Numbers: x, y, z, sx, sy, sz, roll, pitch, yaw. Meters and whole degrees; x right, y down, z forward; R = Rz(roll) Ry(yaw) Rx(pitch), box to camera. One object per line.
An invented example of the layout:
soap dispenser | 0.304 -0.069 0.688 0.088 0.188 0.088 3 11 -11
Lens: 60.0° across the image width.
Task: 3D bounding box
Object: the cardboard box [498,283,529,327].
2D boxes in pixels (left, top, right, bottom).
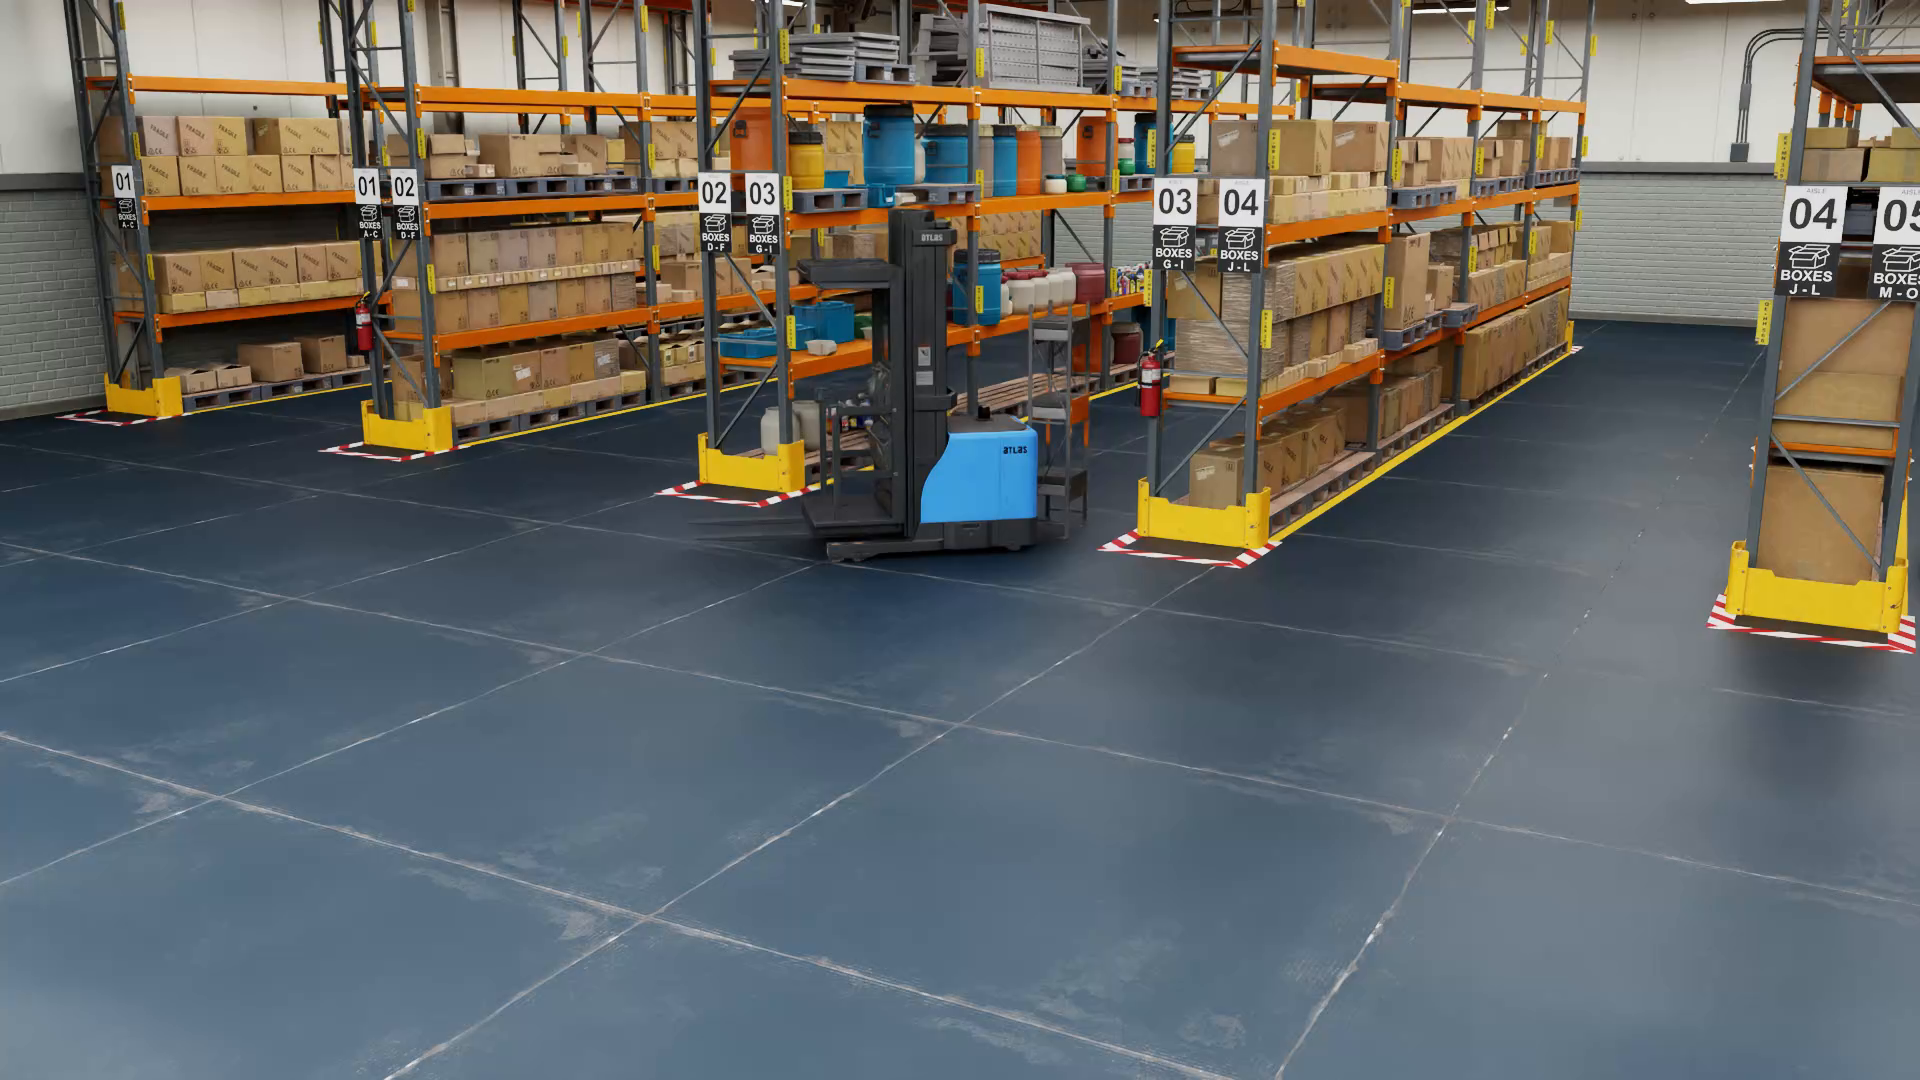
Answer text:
cardboard box | -5.780 -2.932 20.584 0.700 0.500 0.500 7 15 28

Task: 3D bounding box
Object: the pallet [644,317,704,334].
pallet | -5.355 -4.080 31.507 1.003 0.211 1.213 7 15 28

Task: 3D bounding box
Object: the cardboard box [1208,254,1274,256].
cardboard box | 2.689 -2.483 15.949 0.500 0.500 0.500 7 15 28

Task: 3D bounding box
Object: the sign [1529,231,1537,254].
sign | 8.440 -4.384 24.515 0.100 0.325 0.005 7 15 28

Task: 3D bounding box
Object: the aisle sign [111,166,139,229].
aisle sign | -10.622 -4.356 21.153 0.394 0.787 0.004 7 15 28

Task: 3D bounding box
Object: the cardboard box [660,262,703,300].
cardboard box | -3.937 -3.713 23.822 0.500 0.500 0.500 9 16 32

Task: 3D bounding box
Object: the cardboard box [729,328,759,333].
cardboard box | -3.173 -3.015 24.915 0.500 0.311 0.500 7 15 28

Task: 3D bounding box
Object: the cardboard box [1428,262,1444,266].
cardboard box | 5.800 -3.236 20.945 0.500 0.500 0.500 5 15 21

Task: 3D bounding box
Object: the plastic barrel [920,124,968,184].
plastic barrel | -0.187 -4.670 20.532 0.600 0.901 0.708 7 15 28

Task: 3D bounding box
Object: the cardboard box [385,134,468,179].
cardboard box | -6.230 -4.478 19.393 0.797 0.503 0.637 9 16 32

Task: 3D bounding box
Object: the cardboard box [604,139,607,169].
cardboard box | -6.588 -6.723 28.968 0.700 0.500 0.500 6 15 25

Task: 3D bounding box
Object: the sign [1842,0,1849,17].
sign | 9.840 -5.984 18.492 0.100 0.325 0.005 7 15 28

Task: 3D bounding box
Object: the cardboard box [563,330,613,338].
cardboard box | -5.076 -2.573 22.677 0.500 0.500 0.500 7 15 28

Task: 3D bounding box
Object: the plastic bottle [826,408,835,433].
plastic bottle | -1.527 -1.383 19.242 0.152 0.276 0.135 8 15 28

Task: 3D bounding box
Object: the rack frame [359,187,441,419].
rack frame | -6.511 -2.580 19.335 1.000 3.000 0.127 7 15 28

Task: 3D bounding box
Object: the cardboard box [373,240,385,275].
cardboard box | -8.640 -4.324 25.418 0.700 0.500 0.500 7 15 28

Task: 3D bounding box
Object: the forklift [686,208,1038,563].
forklift | -0.881 -1.367 14.448 3.031 2.935 1.130 -3 14 -11

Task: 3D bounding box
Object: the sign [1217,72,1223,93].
sign | 4.105 -7.232 26.277 0.100 0.325 0.005 7 15 28

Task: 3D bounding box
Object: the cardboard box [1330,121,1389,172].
cardboard box | 4.098 -4.051 17.121 0.500 0.500 0.500 7 15 26

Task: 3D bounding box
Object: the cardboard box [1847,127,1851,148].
cardboard box | 6.440 -3.009 12.441 0.380 0.149 0.250 7 15 28

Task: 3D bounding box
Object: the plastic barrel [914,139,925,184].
plastic barrel | -0.623 -4.489 19.720 0.421 0.512 0.421 0 14 0

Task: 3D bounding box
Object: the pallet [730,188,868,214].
pallet | -1.691 -3.543 17.333 1.003 0.211 1.213 7 15 28

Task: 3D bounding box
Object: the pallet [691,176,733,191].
pallet | -3.432 -5.209 24.241 1.003 0.211 1.213 8 16 31

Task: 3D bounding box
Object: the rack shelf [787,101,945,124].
rack shelf | -1.677 -7.004 27.273 1.077 0.370 4.000 7 15 28

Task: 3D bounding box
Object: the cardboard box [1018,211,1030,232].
cardboard box | 1.006 -6.171 31.884 0.500 0.500 0.500 8 16 30

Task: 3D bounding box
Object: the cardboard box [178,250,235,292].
cardboard box | -10.108 -3.606 22.268 0.500 0.500 0.500 7 15 28

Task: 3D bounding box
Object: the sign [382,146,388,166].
sign | -8.437 -5.611 24.403 0.100 0.325 0.005 7 15 28

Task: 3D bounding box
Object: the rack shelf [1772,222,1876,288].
rack shelf | 7.419 -2.393 13.694 1.077 0.370 4.000 7 15 28

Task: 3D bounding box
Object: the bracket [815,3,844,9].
bracket | -3.710 -11.084 34.128 0.076 0.066 4.783 7 15 28

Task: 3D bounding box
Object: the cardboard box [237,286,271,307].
cardboard box | -9.846 -3.353 22.821 0.500 0.250 0.500 7 15 27

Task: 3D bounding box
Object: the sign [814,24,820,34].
sign | -2.156 -7.607 25.054 0.100 0.325 0.005 7 15 28

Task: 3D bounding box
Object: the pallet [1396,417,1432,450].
pallet | 5.056 -1.333 20.113 1.003 0.211 1.213 7 15 28

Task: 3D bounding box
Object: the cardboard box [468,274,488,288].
cardboard box | -5.886 -3.106 19.918 0.380 0.149 0.250 7 15 28

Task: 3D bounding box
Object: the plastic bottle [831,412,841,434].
plastic bottle | -1.433 -1.375 19.192 0.061 0.283 0.133 7 15 28

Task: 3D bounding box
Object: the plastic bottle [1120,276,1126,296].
plastic bottle | 2.381 -3.717 24.300 0.061 0.283 0.133 7 15 28

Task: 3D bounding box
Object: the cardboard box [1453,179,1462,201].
cardboard box | 5.783 -4.255 20.202 0.500 0.250 0.500 7 15 28

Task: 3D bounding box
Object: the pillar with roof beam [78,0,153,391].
pillar with roof beam | -7.500 -5.811 19.936 9.100 9.000 0.400 7 15 28

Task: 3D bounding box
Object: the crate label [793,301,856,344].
crate label | -1.524 -2.443 18.693 0.502 0.435 0.616 7 15 28

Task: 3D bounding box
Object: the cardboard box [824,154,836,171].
cardboard box | -2.462 -5.821 26.167 0.910 0.500 0.500 7 15 28

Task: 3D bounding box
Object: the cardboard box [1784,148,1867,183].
cardboard box | 6.444 -2.789 12.377 0.500 0.250 0.500 8 16 29

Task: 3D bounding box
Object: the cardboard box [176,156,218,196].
cardboard box | -10.178 -4.803 21.902 0.500 0.500 0.500 9 16 32

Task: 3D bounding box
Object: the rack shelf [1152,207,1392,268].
rack shelf | 3.126 -2.976 16.111 1.077 0.370 4.000 7 15 28

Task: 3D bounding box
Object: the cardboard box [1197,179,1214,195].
cardboard box | 2.020 -3.128 14.679 0.380 0.149 0.250 7 15 28

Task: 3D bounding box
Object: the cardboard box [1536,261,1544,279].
cardboard box | 8.661 -4.159 25.569 0.500 0.250 0.500 7 15 28

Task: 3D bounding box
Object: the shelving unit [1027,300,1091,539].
shelving unit | 0.896 -1.100 15.118 0.431 2.100 0.503 6 15 23

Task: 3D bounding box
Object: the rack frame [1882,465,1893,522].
rack frame | 8.386 -1.695 15.663 1.000 3.000 0.127 7 15 28

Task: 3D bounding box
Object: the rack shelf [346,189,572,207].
rack shelf | -7.949 -5.480 26.499 1.077 0.370 4.000 7 15 28

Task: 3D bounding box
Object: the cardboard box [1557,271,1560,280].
cardboard box | 9.517 -4.297 26.994 0.380 0.149 0.250 7 15 27

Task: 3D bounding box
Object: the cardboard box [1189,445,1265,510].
cardboard box | 2.475 -0.572 15.444 0.500 0.500 0.500 11 17 38

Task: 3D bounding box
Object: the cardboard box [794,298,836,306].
cardboard box | -2.374 -3.815 27.253 0.500 0.250 0.500 8 16 30

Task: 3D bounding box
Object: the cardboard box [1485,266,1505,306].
cardboard box | 7.235 -3.530 23.061 0.500 0.500 0.500 7 15 28

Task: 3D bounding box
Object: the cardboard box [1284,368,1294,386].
cardboard box | 2.880 -1.519 15.468 0.380 0.149 0.250 7 15 28

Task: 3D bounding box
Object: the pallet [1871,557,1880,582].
pallet | 6.770 0.309 13.303 1.003 0.211 1.213 7 15 28
